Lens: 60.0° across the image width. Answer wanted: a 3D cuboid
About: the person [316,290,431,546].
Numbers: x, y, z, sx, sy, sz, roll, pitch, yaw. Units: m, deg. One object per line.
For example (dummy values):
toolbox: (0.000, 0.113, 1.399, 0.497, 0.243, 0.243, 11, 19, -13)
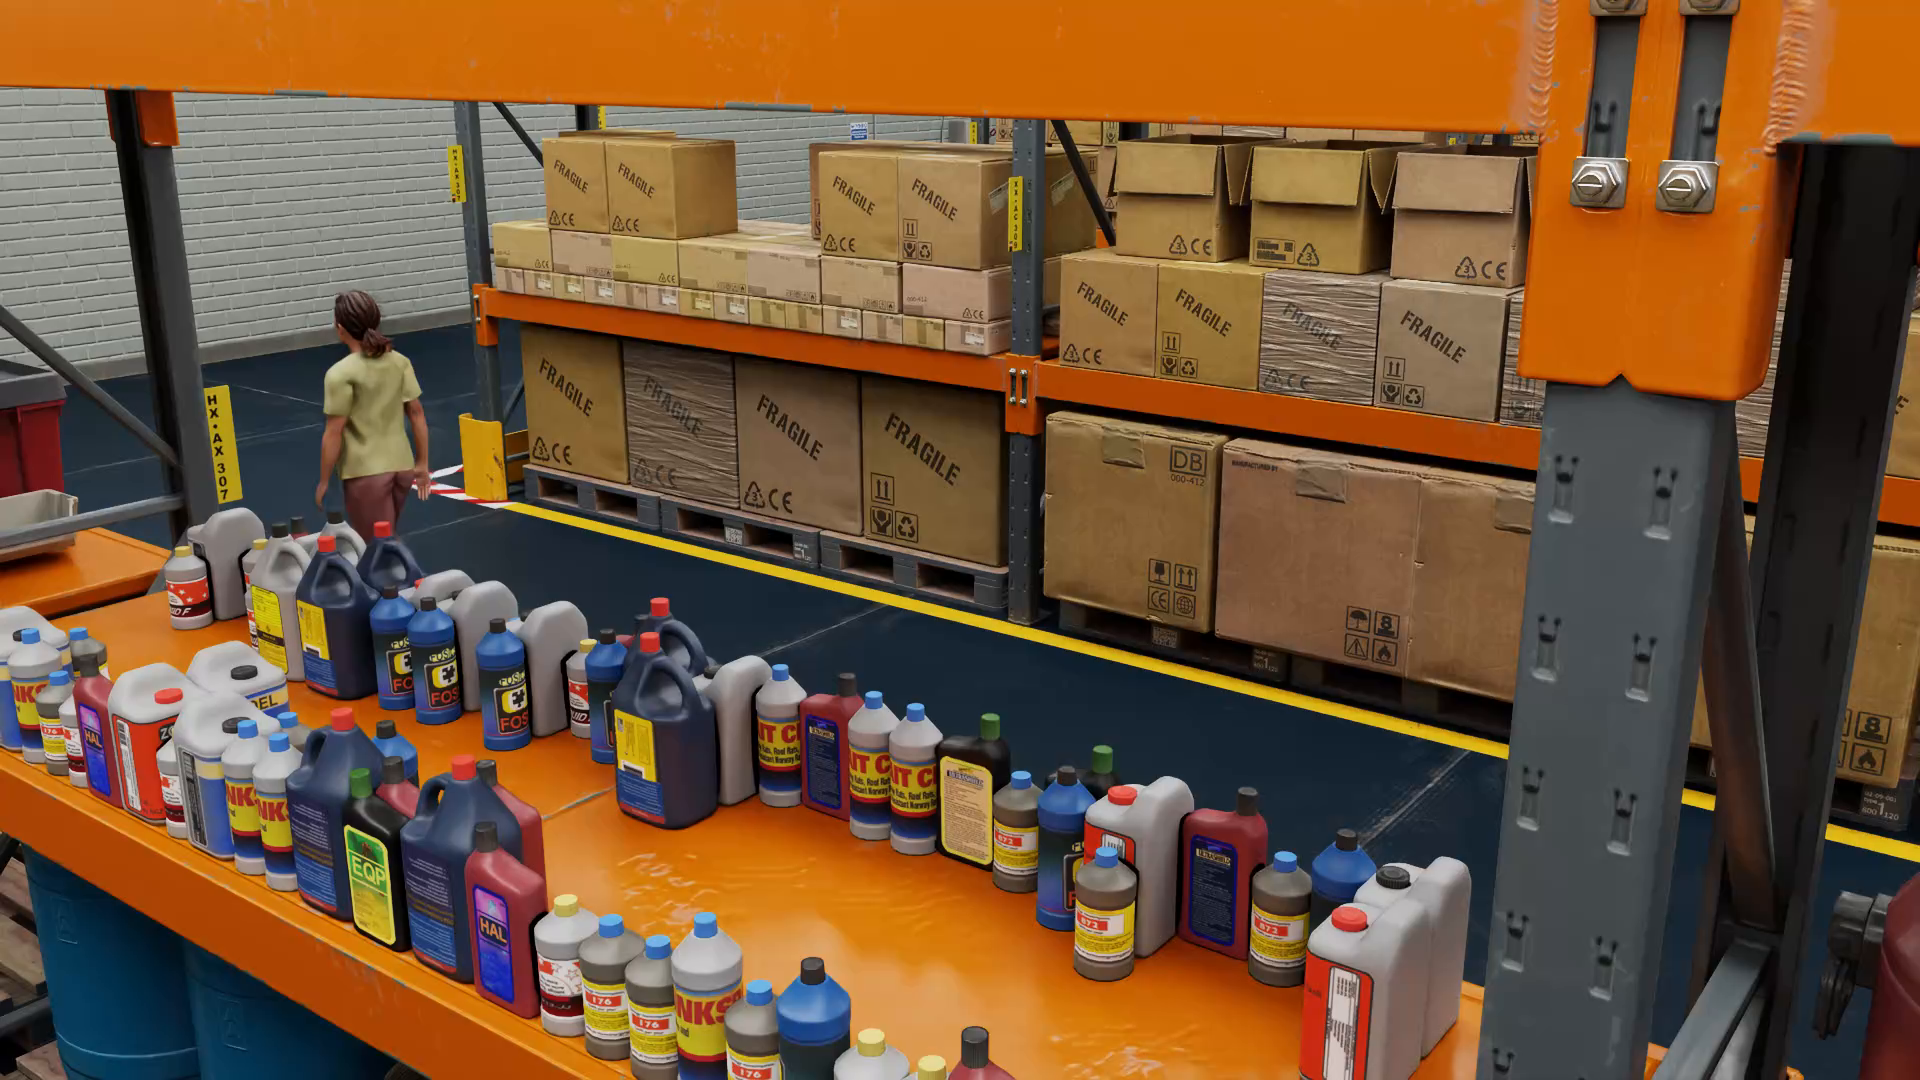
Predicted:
person: (-2.608, -0.250, 7.384, 0.479, 1.714, 0.463, 9, 19, 26)
